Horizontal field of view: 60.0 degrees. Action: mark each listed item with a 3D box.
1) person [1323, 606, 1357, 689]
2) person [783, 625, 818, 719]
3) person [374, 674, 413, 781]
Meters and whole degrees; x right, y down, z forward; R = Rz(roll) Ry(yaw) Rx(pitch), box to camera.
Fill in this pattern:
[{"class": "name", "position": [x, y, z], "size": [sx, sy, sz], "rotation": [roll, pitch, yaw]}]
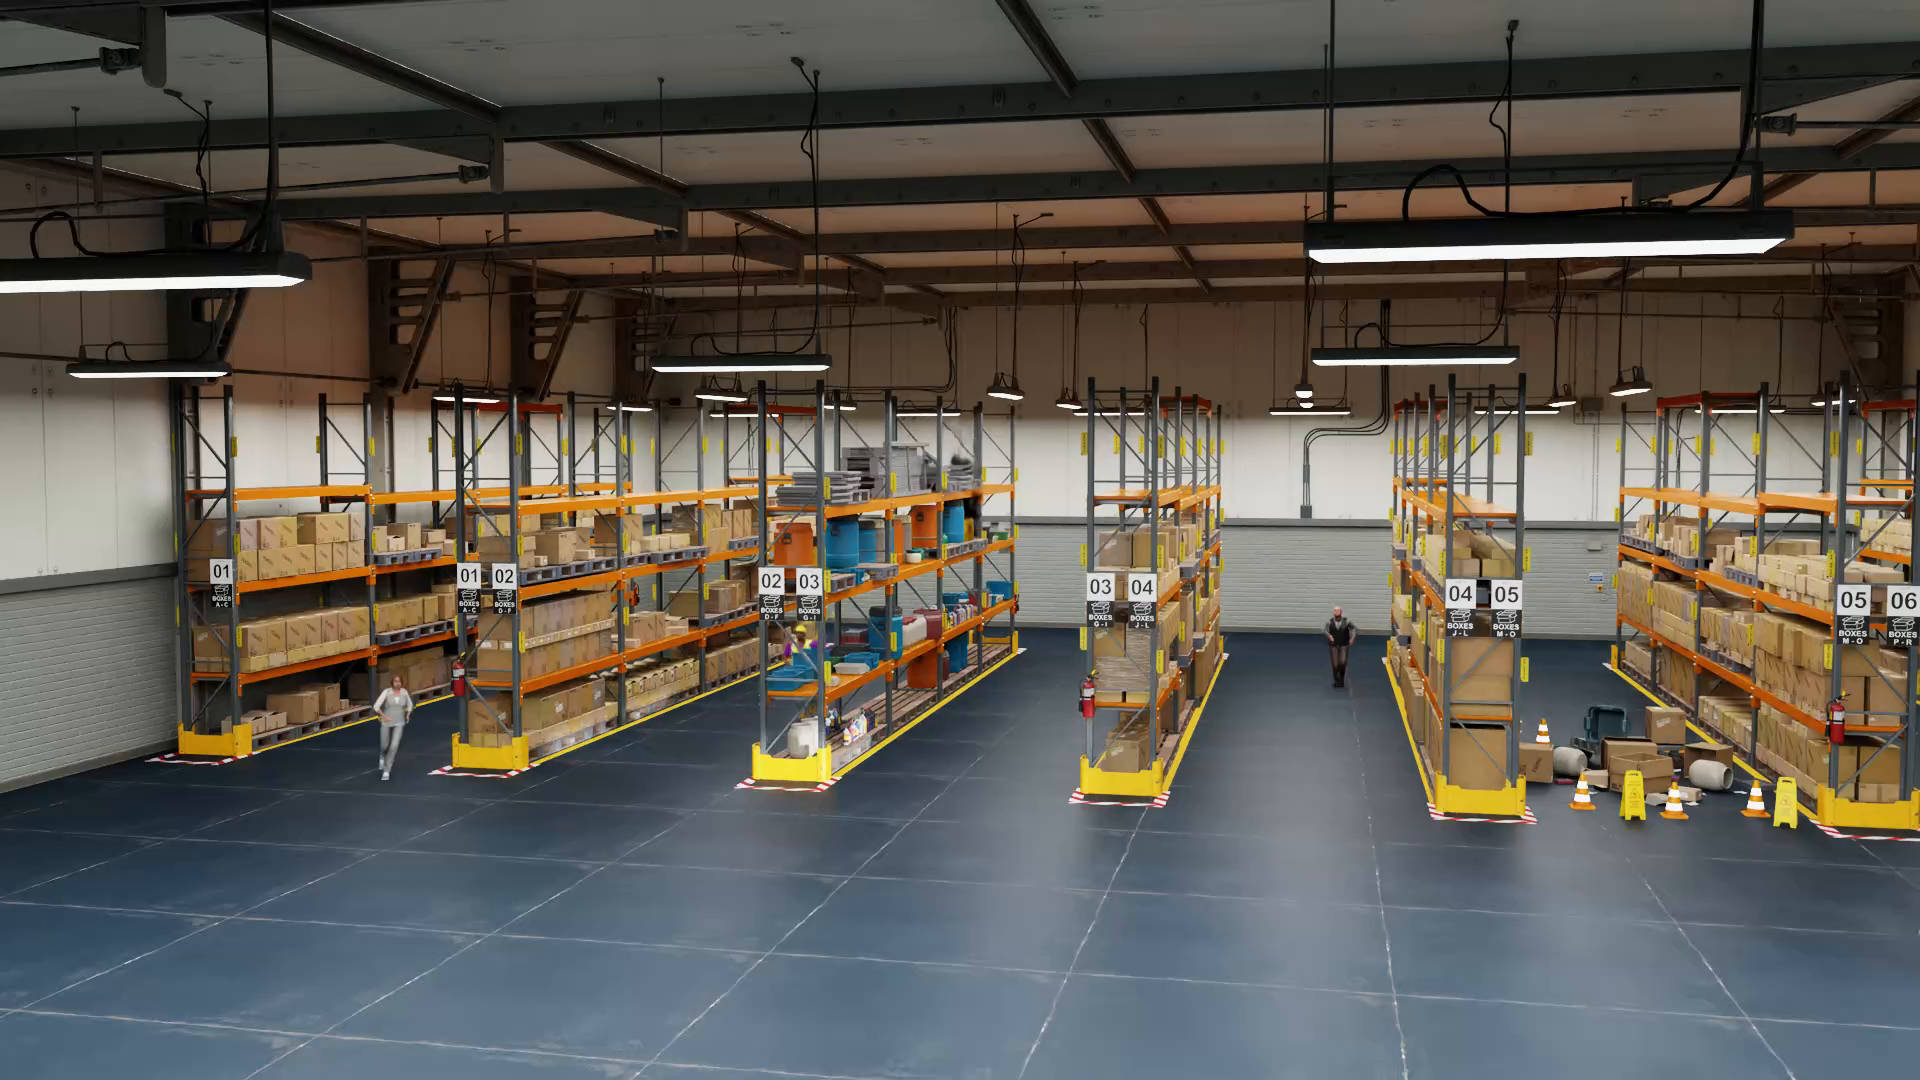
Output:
[{"class": "person", "position": [7.869, 2.232, 34.512], "size": [0.667, 1.712, 0.686], "rotation": [1, 3, 19]}, {"class": "person", "position": [-2.929, 2.425, 30.514], "size": [0.704, 1.726, 0.570], "rotation": [1, 3, 14]}, {"class": "person", "position": [-8.606, 2.812, 25.271], "size": [0.581, 1.573, 0.731], "rotation": [-1, 4, -25]}]
